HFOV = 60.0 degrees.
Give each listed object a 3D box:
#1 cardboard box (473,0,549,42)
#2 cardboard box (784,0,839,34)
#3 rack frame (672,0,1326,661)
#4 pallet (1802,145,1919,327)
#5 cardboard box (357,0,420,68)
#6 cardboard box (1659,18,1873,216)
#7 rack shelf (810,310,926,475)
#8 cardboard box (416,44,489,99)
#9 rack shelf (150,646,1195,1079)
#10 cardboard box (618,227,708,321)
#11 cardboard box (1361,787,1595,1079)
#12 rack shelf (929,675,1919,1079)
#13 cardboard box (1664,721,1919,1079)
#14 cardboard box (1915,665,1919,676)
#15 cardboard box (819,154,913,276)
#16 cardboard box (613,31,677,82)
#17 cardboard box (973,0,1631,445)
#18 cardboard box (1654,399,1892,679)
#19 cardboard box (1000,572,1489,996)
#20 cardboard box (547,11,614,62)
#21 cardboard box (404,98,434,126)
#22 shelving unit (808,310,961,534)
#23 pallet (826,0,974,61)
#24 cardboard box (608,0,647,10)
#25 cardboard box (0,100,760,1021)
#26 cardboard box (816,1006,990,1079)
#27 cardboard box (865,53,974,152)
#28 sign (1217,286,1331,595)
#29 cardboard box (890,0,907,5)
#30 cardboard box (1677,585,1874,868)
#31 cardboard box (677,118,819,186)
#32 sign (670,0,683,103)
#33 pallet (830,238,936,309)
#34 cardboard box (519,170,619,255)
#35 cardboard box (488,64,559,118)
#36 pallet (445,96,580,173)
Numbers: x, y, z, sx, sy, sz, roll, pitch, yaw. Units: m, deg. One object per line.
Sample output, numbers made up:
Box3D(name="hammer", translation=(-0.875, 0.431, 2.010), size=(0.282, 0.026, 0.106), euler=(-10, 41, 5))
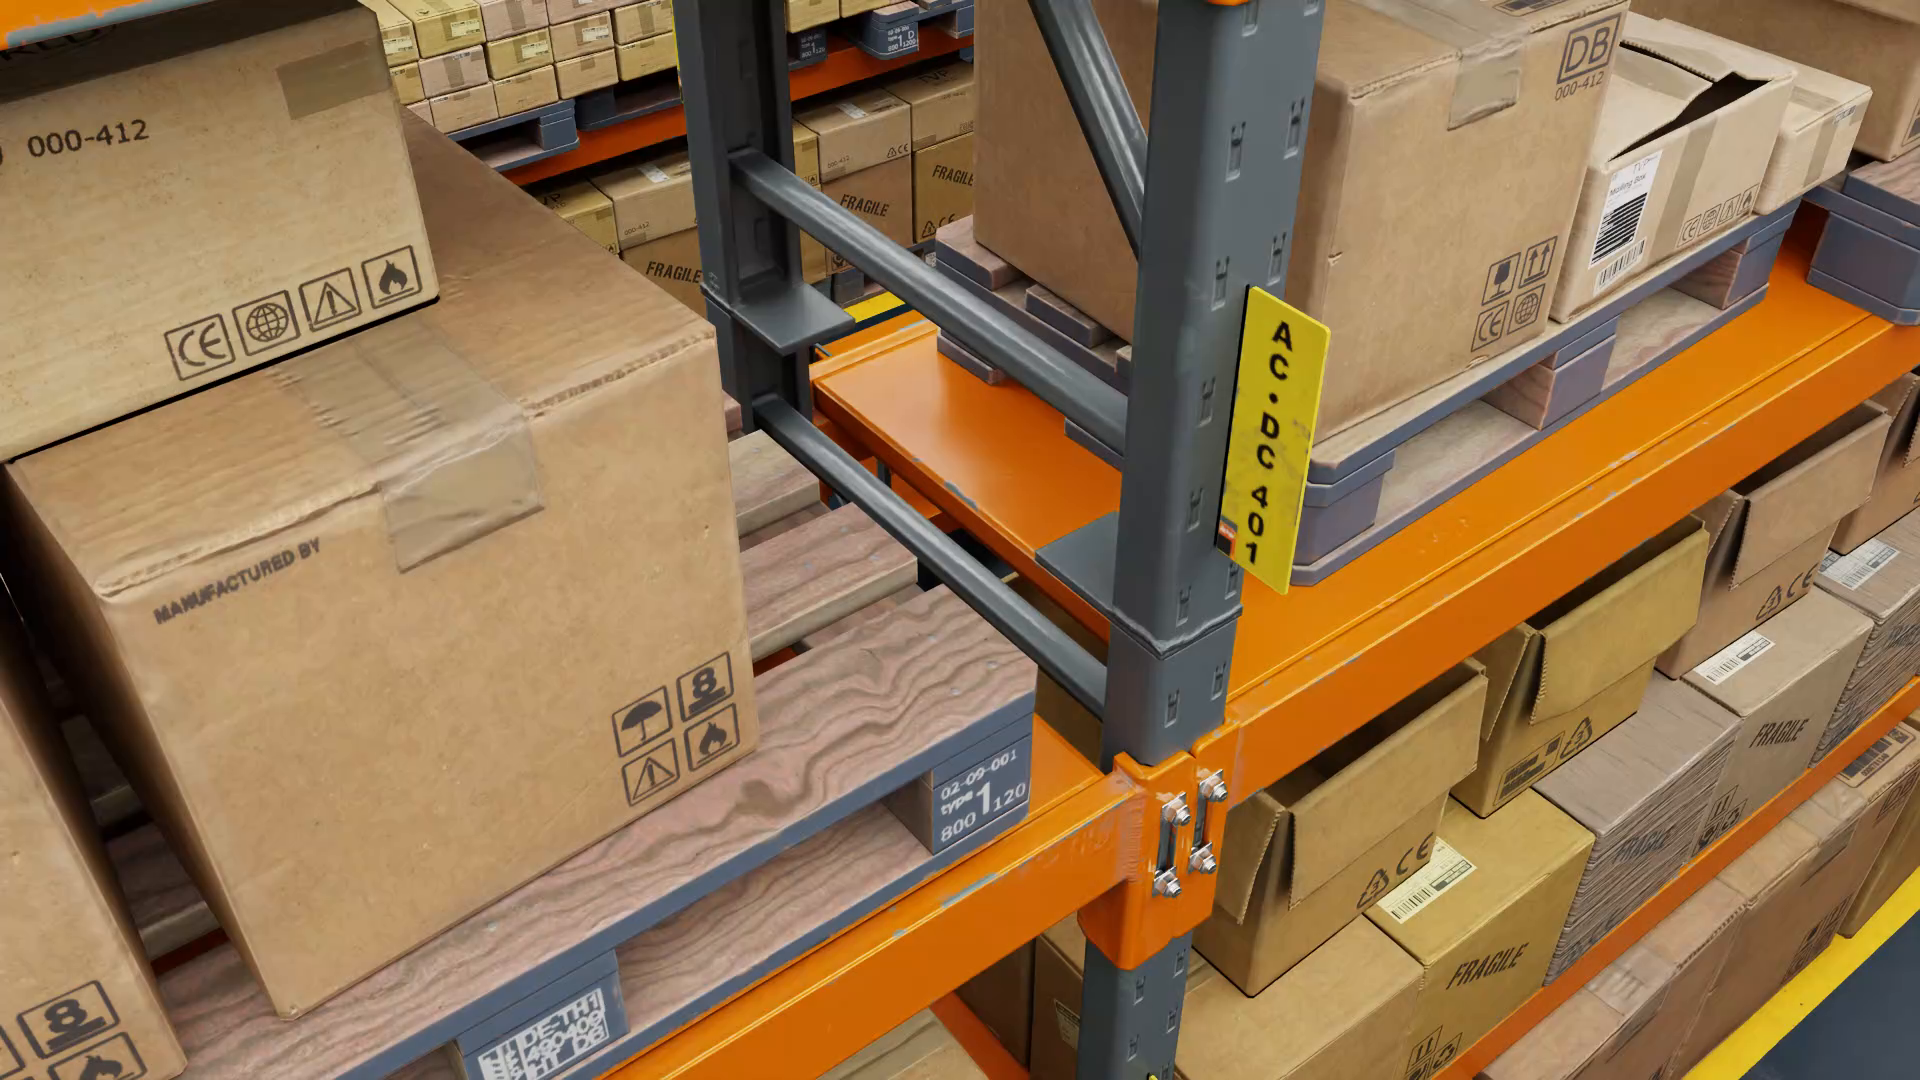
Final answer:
Box3D(name="cardboard box", translation=(-1.758, -2.034, 6.262), size=(0.250, 0.149, 0.380), euler=(-27, 46, -29))
Box3D(name="cardboard box", translation=(-0.726, -2.309, 7.067), size=(0.250, 0.149, 0.380), euler=(-28, 47, -30))
Box3D(name="rack frame", translation=(-0.030, -1.300, 1.240), size=(0.127, 3.000, 1.000), euler=(-26, 46, -28))
Box3D(name="pallet", translation=(1.778, -0.904, 3.271), size=(1.213, 0.211, 1.003), euler=(-24, 45, -26))
Box3D(name="cardboard box", translation=(-2.162, -1.841, 6.027), size=(0.250, 0.149, 0.380), euler=(-25, 45, -27))
Box3D(name="cardboard box", translation=(1.242, -0.706, 2.747), size=(0.250, 0.149, 0.380), euler=(-28, 47, -30))
Box3D(name="rack shelf", translation=(-0.005, -0.659, 6.204), size=(1.000, 0.278, 0.538), euler=(-26, 46, -28))
Box3D(name="cardboard box", translation=(-1.971, -1.816, 6.231), size=(0.250, 0.149, 0.380), euler=(-25, 45, -27))
Box3D(name="rack shelf", translation=(-1.616, 0.911, 1.477), size=(4.000, 0.370, 1.077), euler=(-26, 46, -28))
Box3D(name="cardboard box", translation=(-1.399, -1.277, 7.581), size=(0.500, 0.500, 0.500), euler=(-25, 46, -27))
Box3D(name="cardboard box", translation=(0.885, 0.734, 3.412), size=(0.500, 0.500, 0.500), euler=(-26, 46, -28))
Box3D(name="rack shelf", translation=(1.556, 0.525, 4.313), size=(4.000, 0.370, 1.077), euler=(-26, 46, -28))
Box3D(name="cardboard box", translation=(1.870, 0.729, 4.840), size=(0.875, 0.875, 1.225), euler=(-26, 46, -28))
Box3D(name="cardboard box", translation=(2.502, -0.060, 4.379), size=(0.500, 0.500, 0.500), euler=(-26, 46, -28))
Box3D(name="cardboard box", translation=(-0.577, -1.671, 8.062), size=(0.500, 0.500, 0.500), euler=(-24, 45, -26))
Box3D(name="cardboard box", translation=(-1.348, -2.008, 6.699), size=(0.250, 0.149, 0.380), euler=(-27, 46, -29))
Box3D(name="cardboard box", translation=(0.424, -0.571, 2.305), size=(0.500, 0.500, 0.700), euler=(-25, 45, -27))
Box3D(name="cardboard box", translation=(1.506, -0.166, 3.717), size=(0.637, 0.503, 0.797), euler=(-24, 45, -27))
Box3D(name="cardboard box", translation=(0.471, 0.342, 3.098), size=(0.637, 0.503, 0.797), euler=(-27, 47, -29))
Box3D(name="cardboard box", translation=(-1.553, -2.022, 6.483), size=(0.250, 0.149, 0.380), euler=(-24, 45, -26))
Box3D(name="cardboard box", translation=(-2.163, -1.610, 6.215), size=(0.250, 0.149, 0.380), euler=(-25, 46, -27))
Box3D(name="shelving unit", translation=(-0.005, -0.432, 6.390), size=(1.048, 1.125, 0.538), euler=(-26, 46, -28))
Box3D(name="pallet", translation=(-0.301, -2.657, 7.775), size=(1.003, 0.211, 1.213), euler=(-26, 46, -28))
Box3D(name="cardboard box", translation=(-1.355, -2.230, 6.502), size=(0.250, 0.149, 0.380), euler=(-24, 45, -27))
Box3D(name="cardboard box", translation=(-0.614, -0.047, 1.589), size=(0.500, 0.500, 0.700), euler=(-29, 47, -30))
Box3D(name="cardboard box", translation=(-0.232, 0.985, 2.477), size=(0.500, 0.500, 0.500), euler=(-25, 45, -27))
Box3D(name="cardboard box", translation=(-0.183, -2.150, 8.054), size=(0.500, 0.250, 0.500), euler=(-27, 47, -29))
Box3D(name="sign", translation=(0.309, -0.092, 1.662), size=(0.005, 0.325, 0.100), euler=(-26, 46, -28))
Box3D(name="cardboard box", translation=(-0.313, -2.509, 7.310), size=(0.250, 0.149, 0.380), euler=(-25, 46, -27))
Box3D(name="cardboard box", translation=(1.689, 0.338, 3.894), size=(0.500, 0.500, 0.500), euler=(-25, 46, -27))
Box3D(name="cardboard box", translation=(-0.990, -1.760, 7.579), size=(0.500, 0.250, 0.500), euler=(-25, 45, -27))
Box3D(name="sign", translation=(-0.368, -0.731, 2.255), size=(0.005, 0.325, 0.100), euler=(-26, 46, -28))
Box3D(name="pallet", translation=(-0.421, -1.681, 8.632), size=(1.213, 0.211, 1.003), euler=(-26, 46, -28))
Box3D(name="cardboard box", translation=(-1.805, -1.360, 7.091), size=(0.500, 0.250, 0.500), euler=(-25, 45, -27))
Box3D(name="cardboard box", translation=(-1.763, -1.801, 6.448), size=(0.250, 0.149, 0.380), euler=(-26, 46, -28))
Box3D(name="pallet", translation=(-2.278, -1.662, 6.562), size=(1.213, 0.211, 1.003), euler=(-26, 46, -28))
